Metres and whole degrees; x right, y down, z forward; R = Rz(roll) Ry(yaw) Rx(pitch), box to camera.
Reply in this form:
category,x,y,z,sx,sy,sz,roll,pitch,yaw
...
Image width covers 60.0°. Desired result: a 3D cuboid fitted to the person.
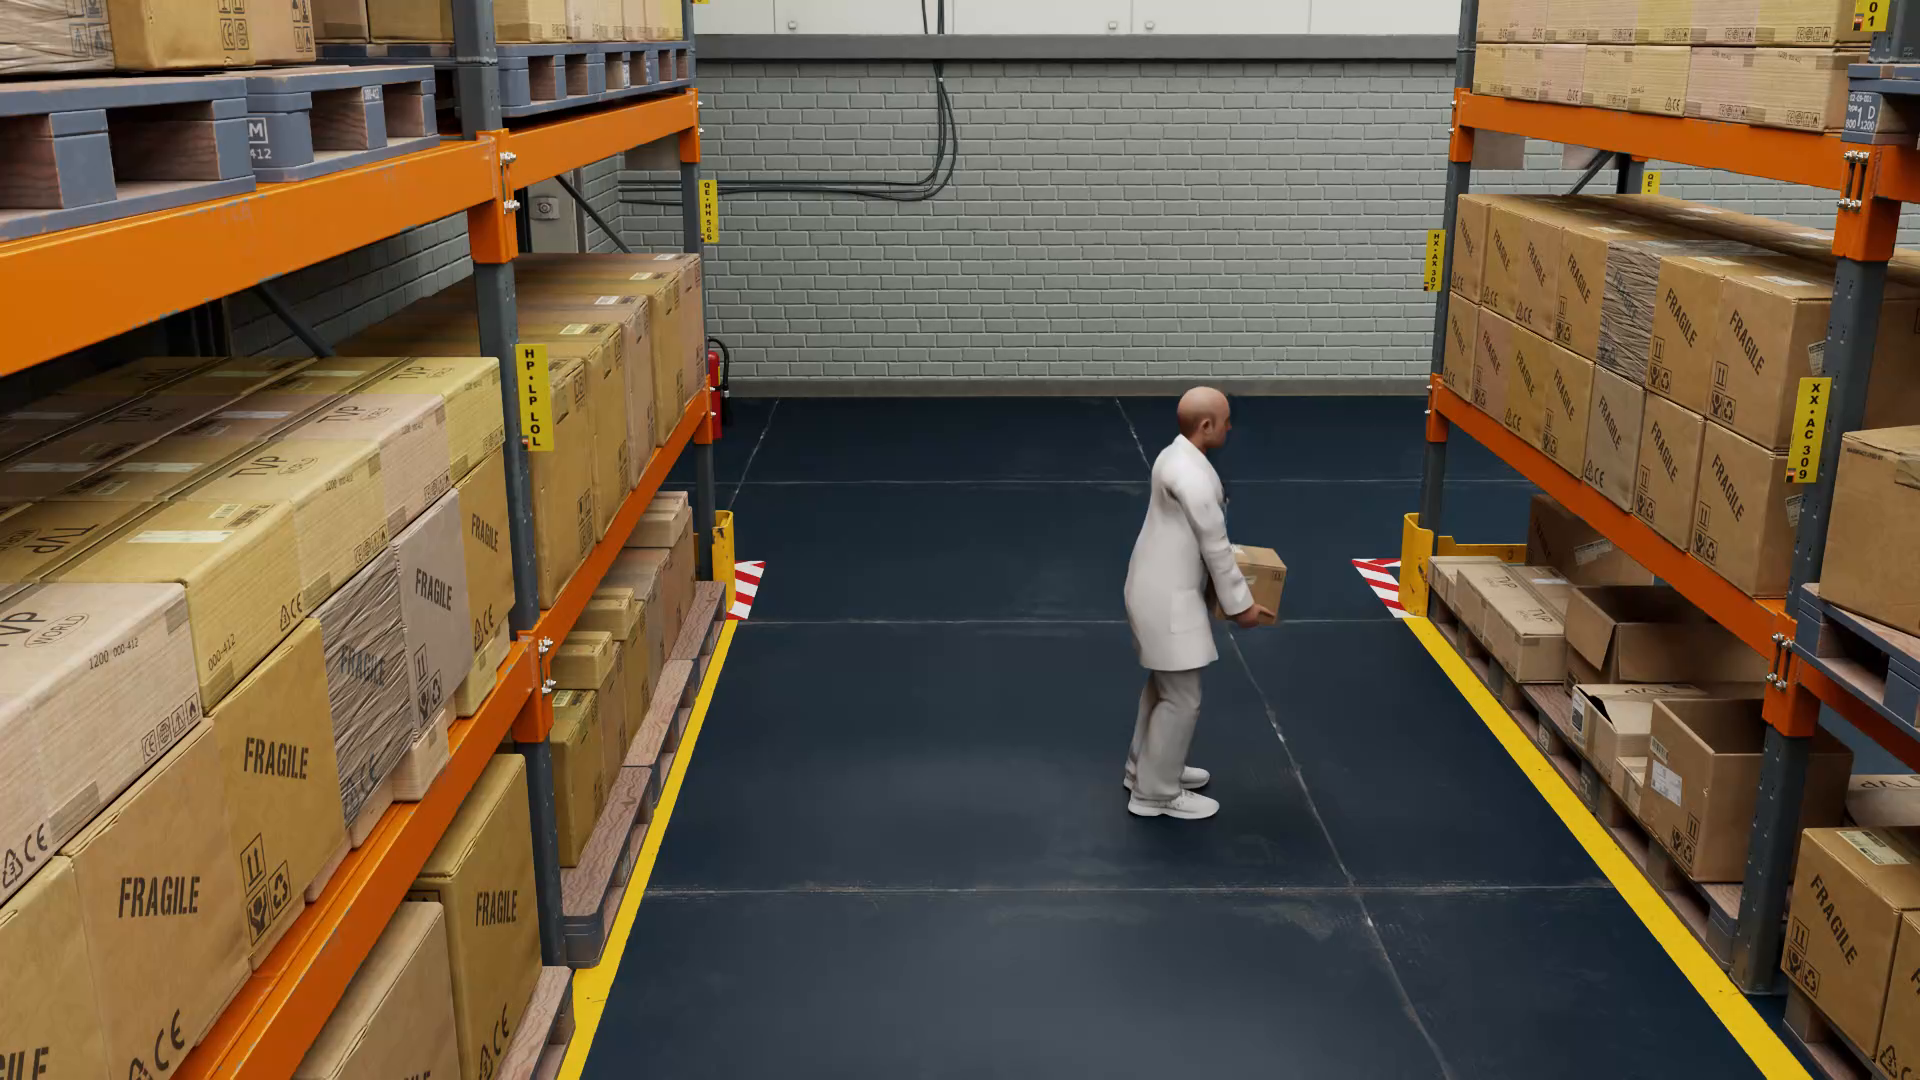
category,x,y,z,sx,sy,sz,roll,pitch,yaw
person,0.962,0.252,6.764,0.584,1.770,0.528,-1,17,-2
